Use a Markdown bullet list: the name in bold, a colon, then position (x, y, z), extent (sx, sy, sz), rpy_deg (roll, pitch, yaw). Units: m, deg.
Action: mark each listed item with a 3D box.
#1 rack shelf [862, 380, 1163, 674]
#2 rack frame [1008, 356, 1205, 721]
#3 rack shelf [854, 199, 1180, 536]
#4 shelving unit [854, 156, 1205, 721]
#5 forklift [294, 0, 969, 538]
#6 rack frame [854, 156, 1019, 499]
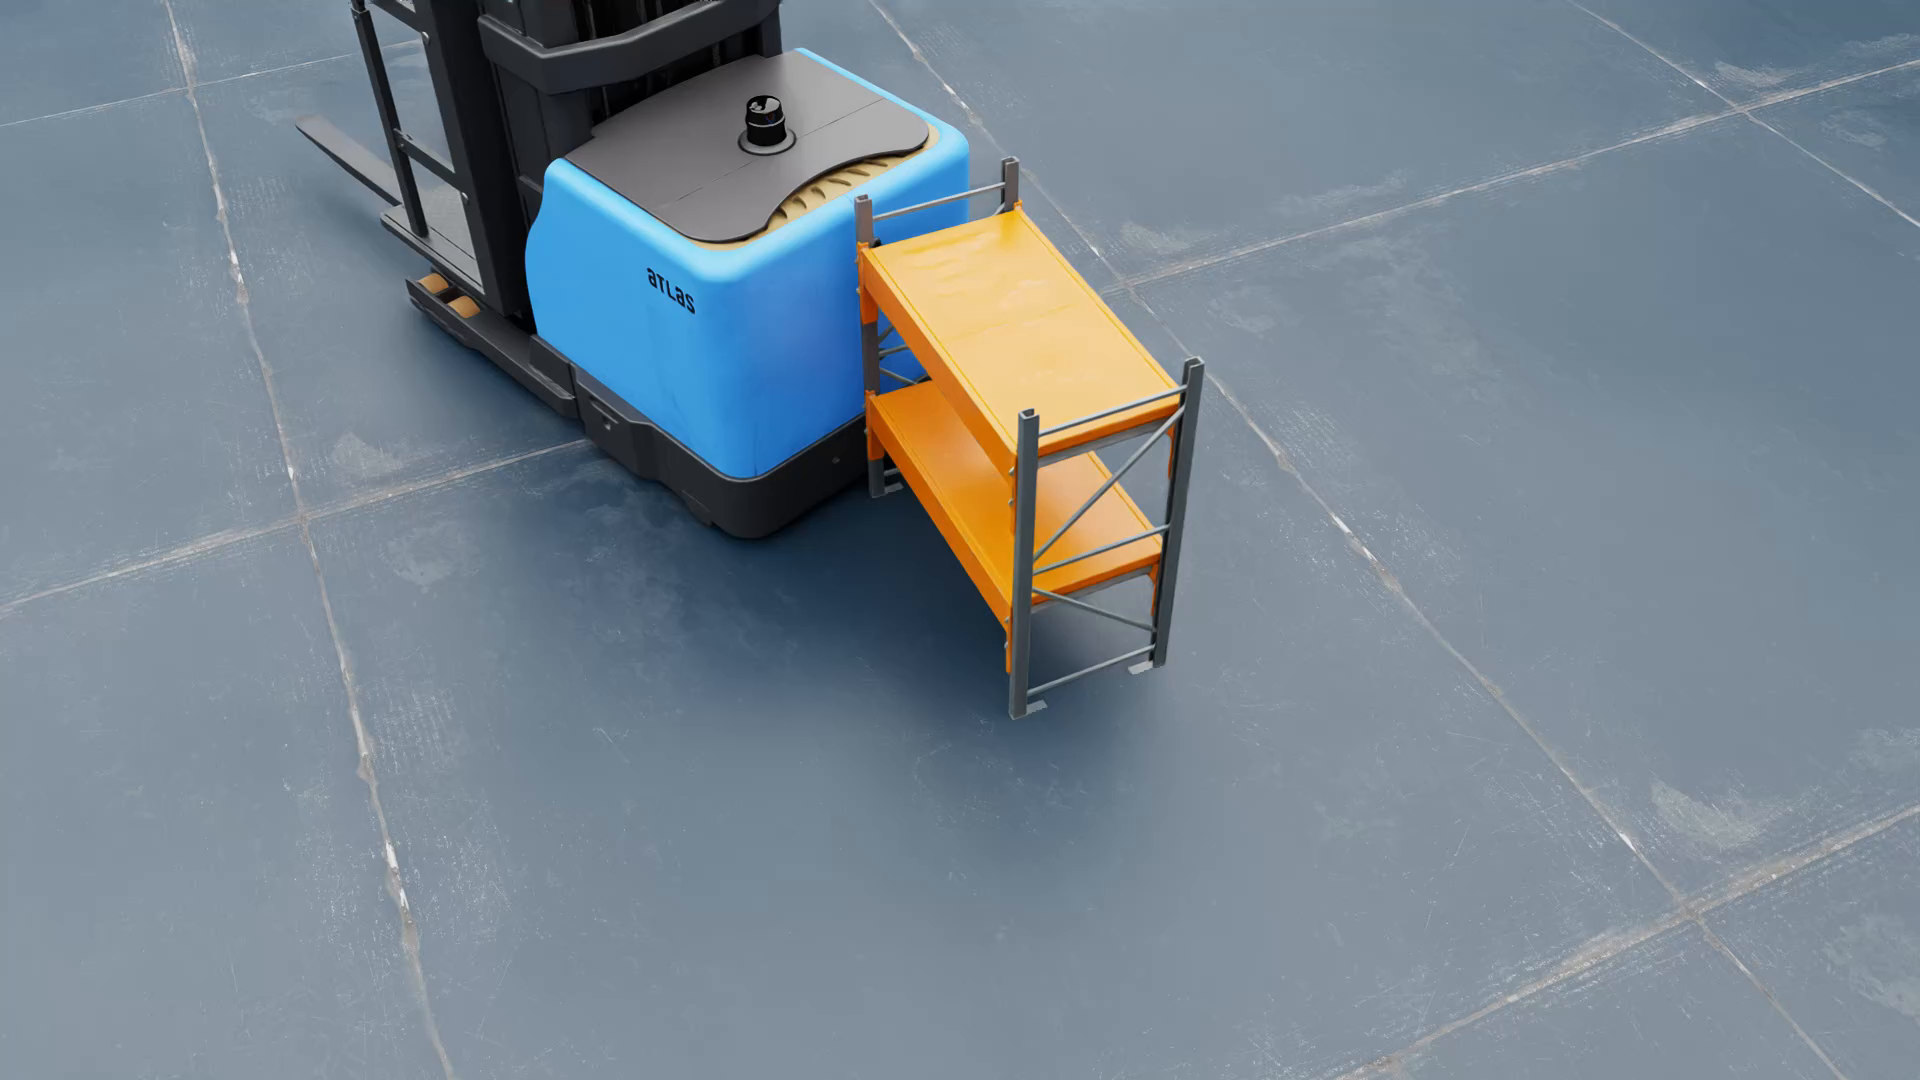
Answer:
- **rack shelf**: position (0.154, -0.119, 4.918), extent (0.538, 0.278, 1.000), rpy_deg (-18, 47, -18)
- **rack frame**: position (0.371, 0.030, 4.419), extent (0.500, 1.125, 0.032), rpy_deg (-18, 47, -18)
- **rack shelf**: position (0.154, -0.501, 4.541), extent (0.538, 0.278, 1.000), rpy_deg (-18, 47, -18)
- **shelving unit**: position (0.154, -0.293, 4.746), extent (0.538, 1.125, 1.048), rpy_deg (-18, 47, -18)
- **forklift**: position (-1.353, -1.977, 5.167), extent (3.031, 2.935, 1.130), rpy_deg (35, 54, 30)
- **rack frame**: position (-0.063, -0.616, 5.074), extent (0.500, 1.125, 0.032), rpy_deg (-18, 47, -18)
